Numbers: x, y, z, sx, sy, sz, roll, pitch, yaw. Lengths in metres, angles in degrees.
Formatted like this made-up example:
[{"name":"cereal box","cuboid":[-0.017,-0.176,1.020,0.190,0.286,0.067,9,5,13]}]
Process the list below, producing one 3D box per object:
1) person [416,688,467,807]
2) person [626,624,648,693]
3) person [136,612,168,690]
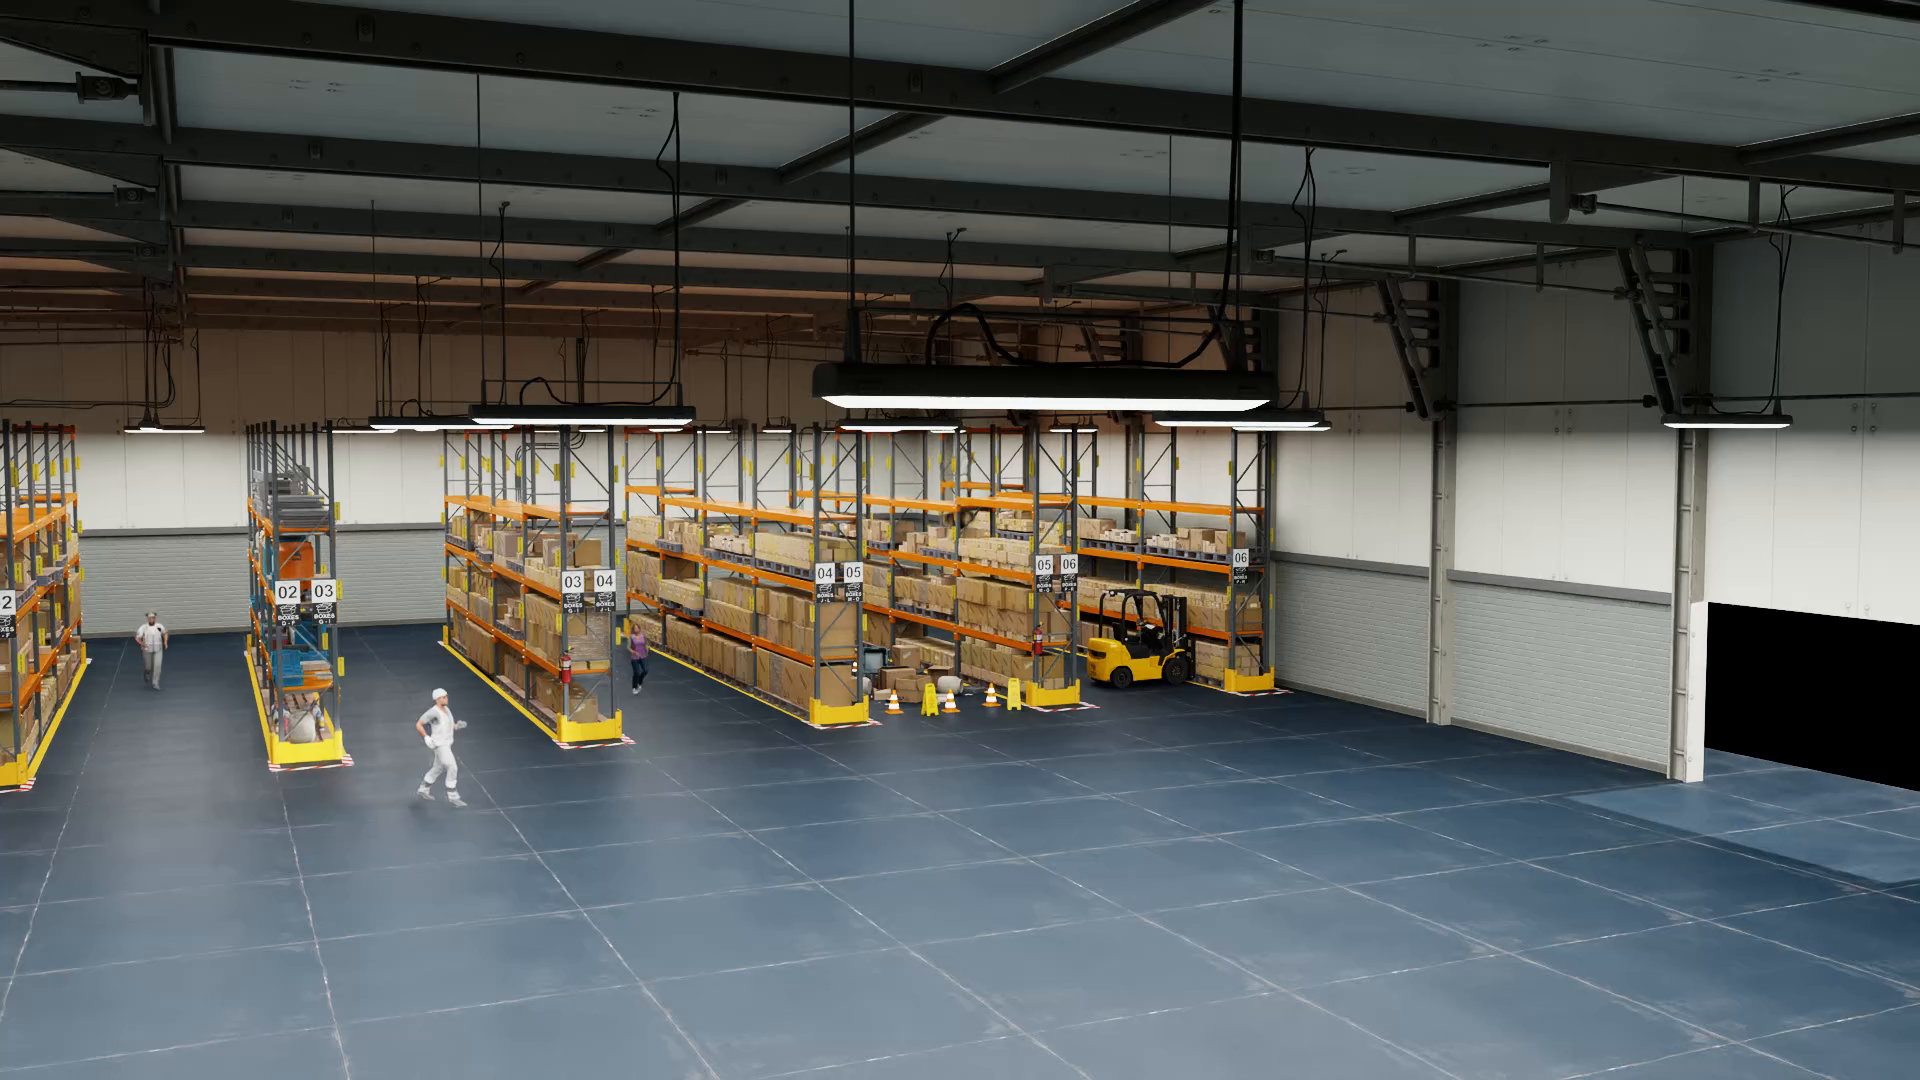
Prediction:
[{"name":"person","cuboid":[-8.014,3.199,25.684,0.856,1.816,0.657,0,4,4]},{"name":"person","cuboid":[-7.129,2.631,36.879,0.550,1.560,0.580,-2,4,-28]},{"name":"person","cuboid":[-18.323,2.493,37.765,0.678,1.748,0.917,-2,4,-33]}]
